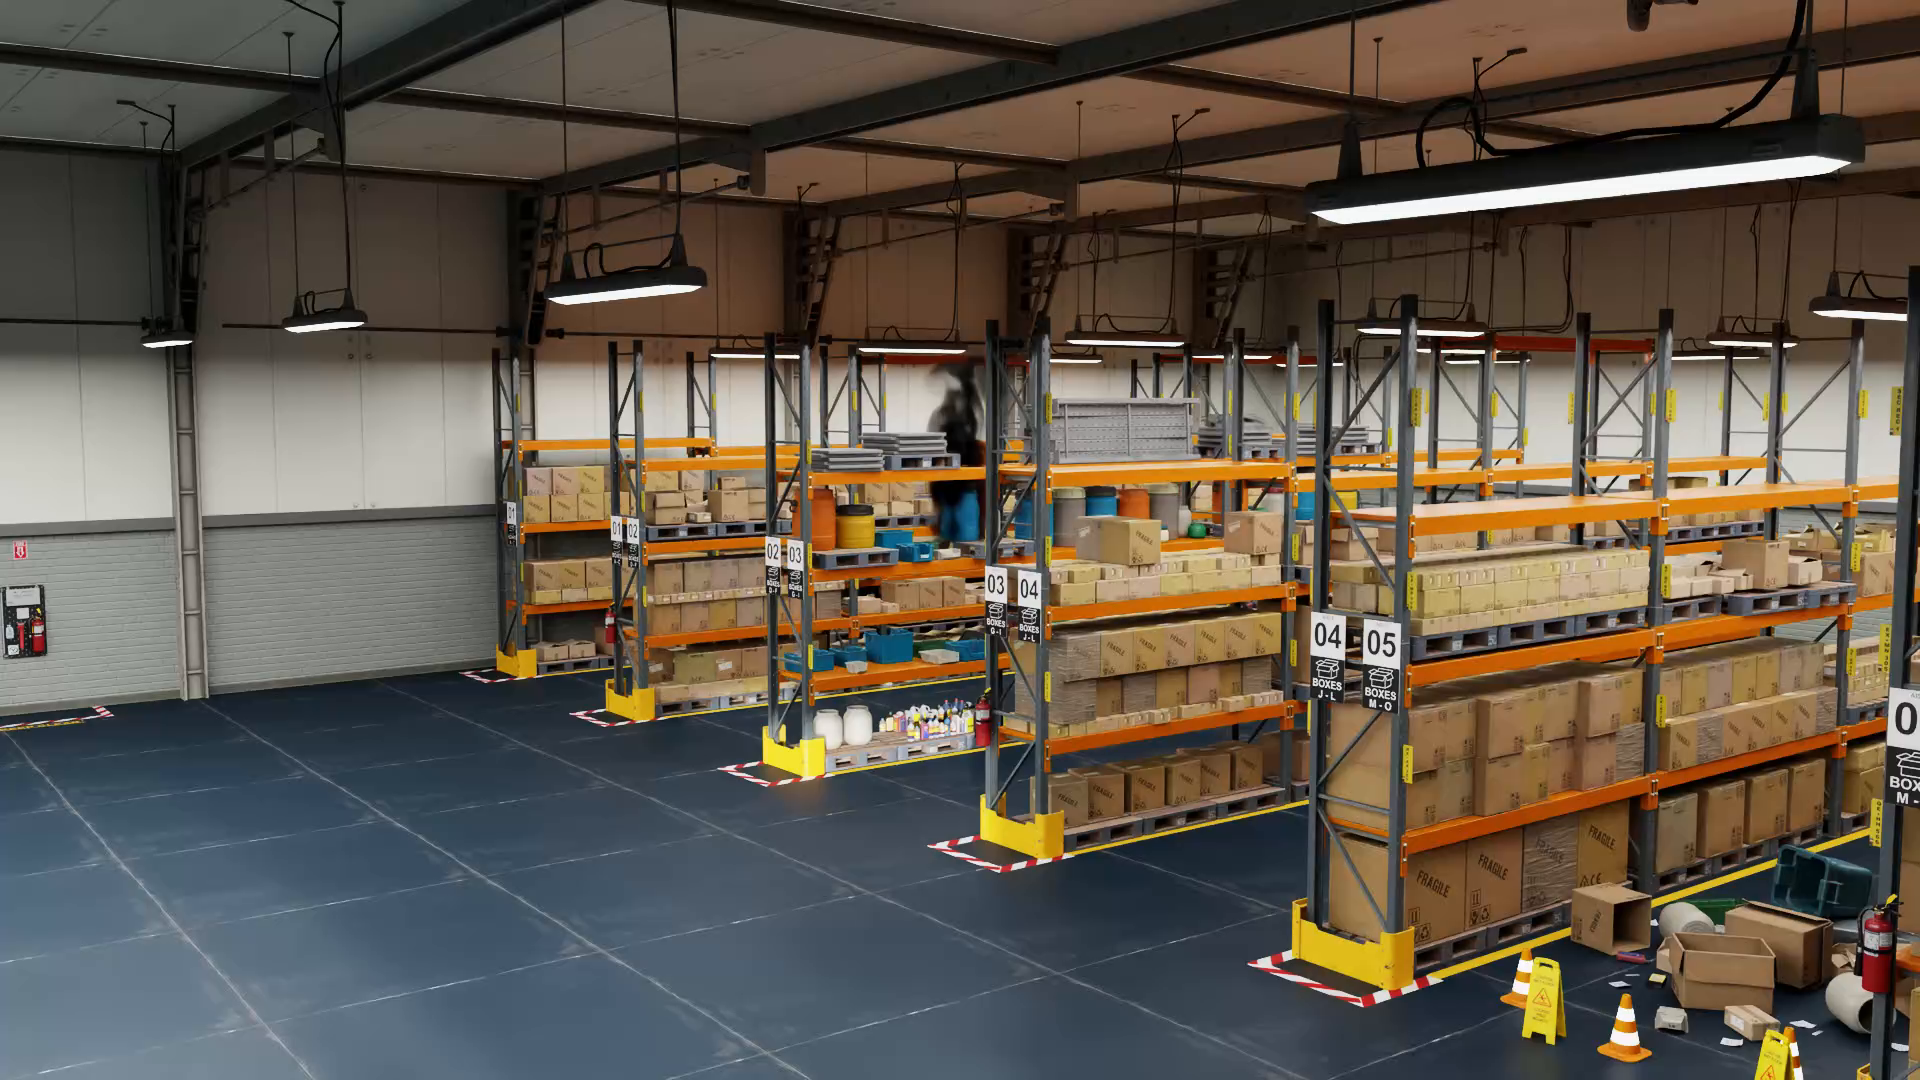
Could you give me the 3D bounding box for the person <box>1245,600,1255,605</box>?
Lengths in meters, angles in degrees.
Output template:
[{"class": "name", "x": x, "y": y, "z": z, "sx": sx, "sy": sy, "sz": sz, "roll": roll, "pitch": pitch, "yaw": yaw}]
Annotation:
[{"class": "person", "x": 5.834, "y": 1.485, "z": 32.796, "sx": 0.636, "sy": 1.567, "sz": 0.511, "roll": -4, "pitch": 6, "yaw": -38}]
